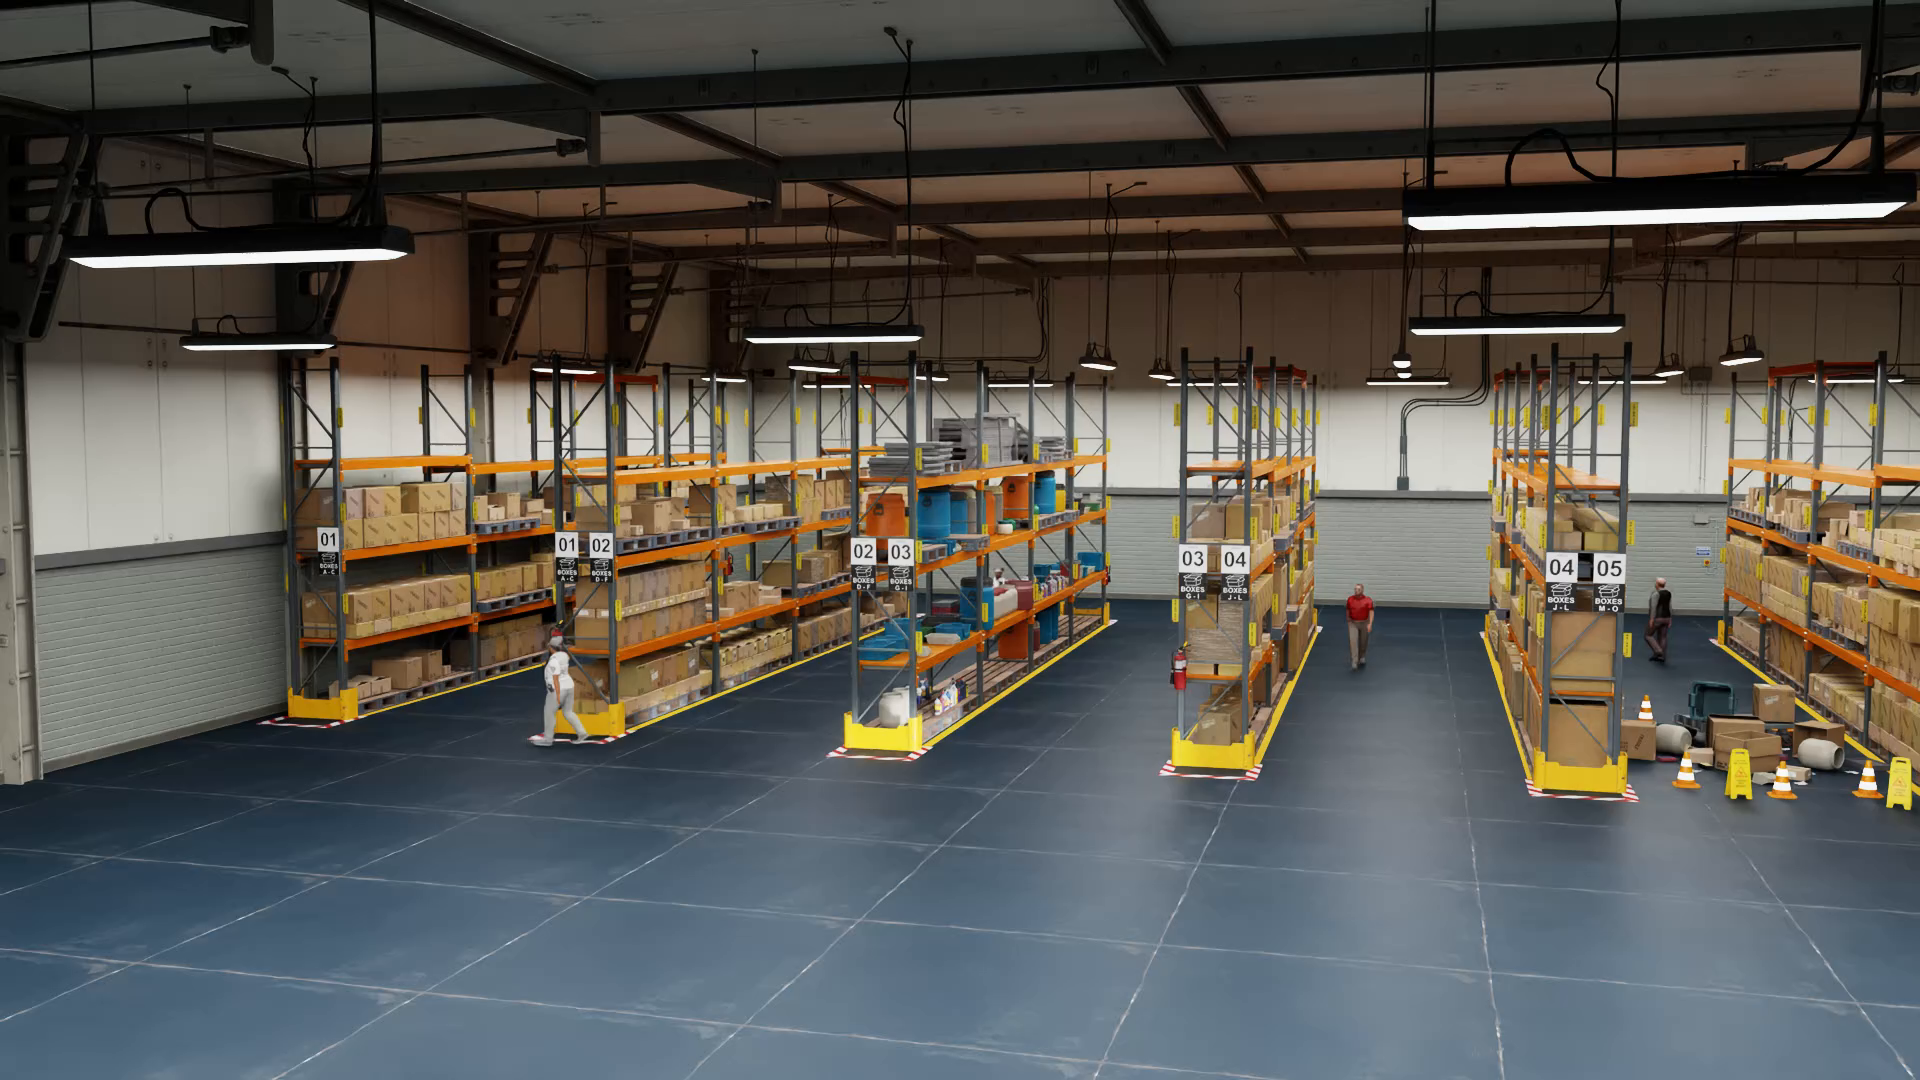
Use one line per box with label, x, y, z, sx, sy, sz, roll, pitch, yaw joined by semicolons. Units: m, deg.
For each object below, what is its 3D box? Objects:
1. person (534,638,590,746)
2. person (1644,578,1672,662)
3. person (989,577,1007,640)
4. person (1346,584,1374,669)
person;-6.089;2.312;25.387;0.769;1.647;0.468;1;4;18
person;14.363;1.640;34.093;0.573;1.722;0.457;-2;5;-24
person;0.839;1.520;37.572;0.439;1.388;1.016;3;5;40
person;8.004;1.706;33.280;0.530;1.662;1.078;1;4;13
